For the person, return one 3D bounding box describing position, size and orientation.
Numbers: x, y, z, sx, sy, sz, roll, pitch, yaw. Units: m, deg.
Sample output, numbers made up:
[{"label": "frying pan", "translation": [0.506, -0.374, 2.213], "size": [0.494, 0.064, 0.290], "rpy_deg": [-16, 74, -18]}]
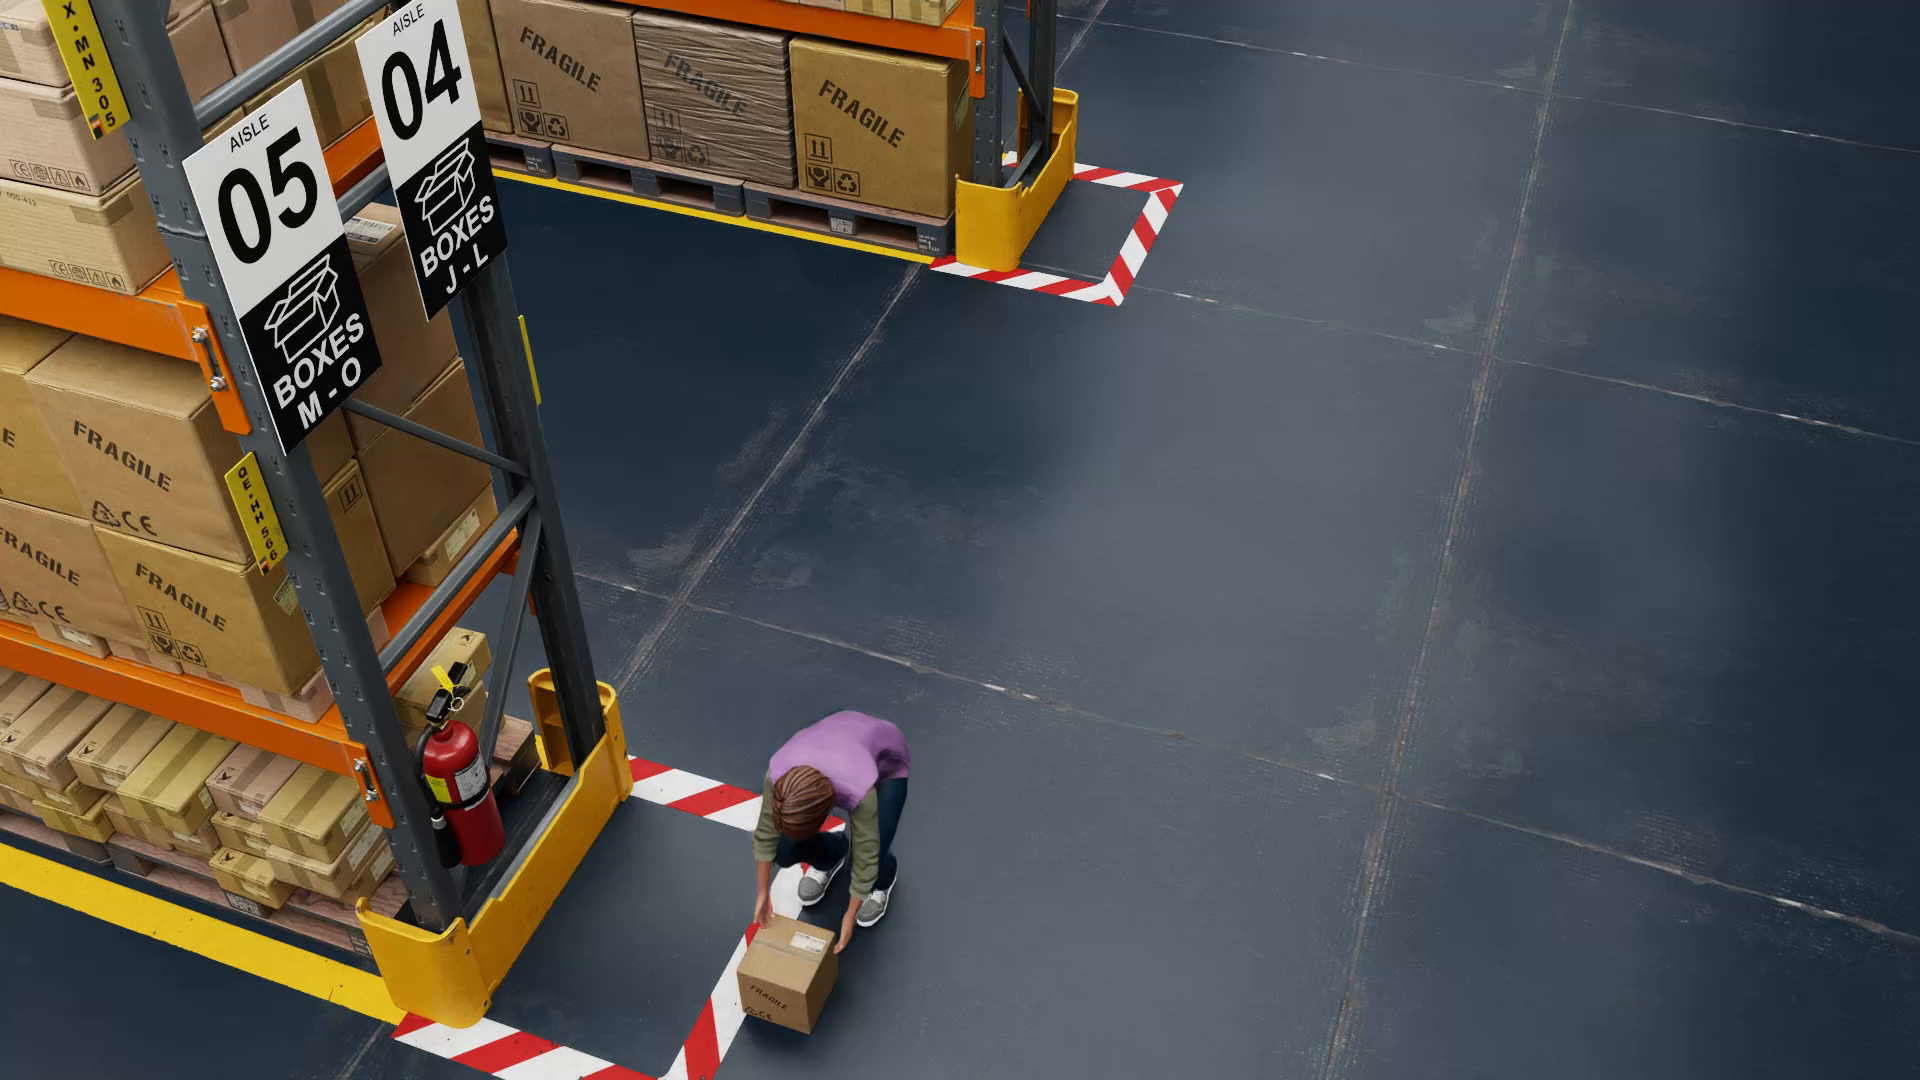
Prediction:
[{"label": "person", "translation": [-0.405, 0.937, 5.560], "size": [0.458, 1.022, 0.757], "rpy_deg": [16, 45, 17]}]
